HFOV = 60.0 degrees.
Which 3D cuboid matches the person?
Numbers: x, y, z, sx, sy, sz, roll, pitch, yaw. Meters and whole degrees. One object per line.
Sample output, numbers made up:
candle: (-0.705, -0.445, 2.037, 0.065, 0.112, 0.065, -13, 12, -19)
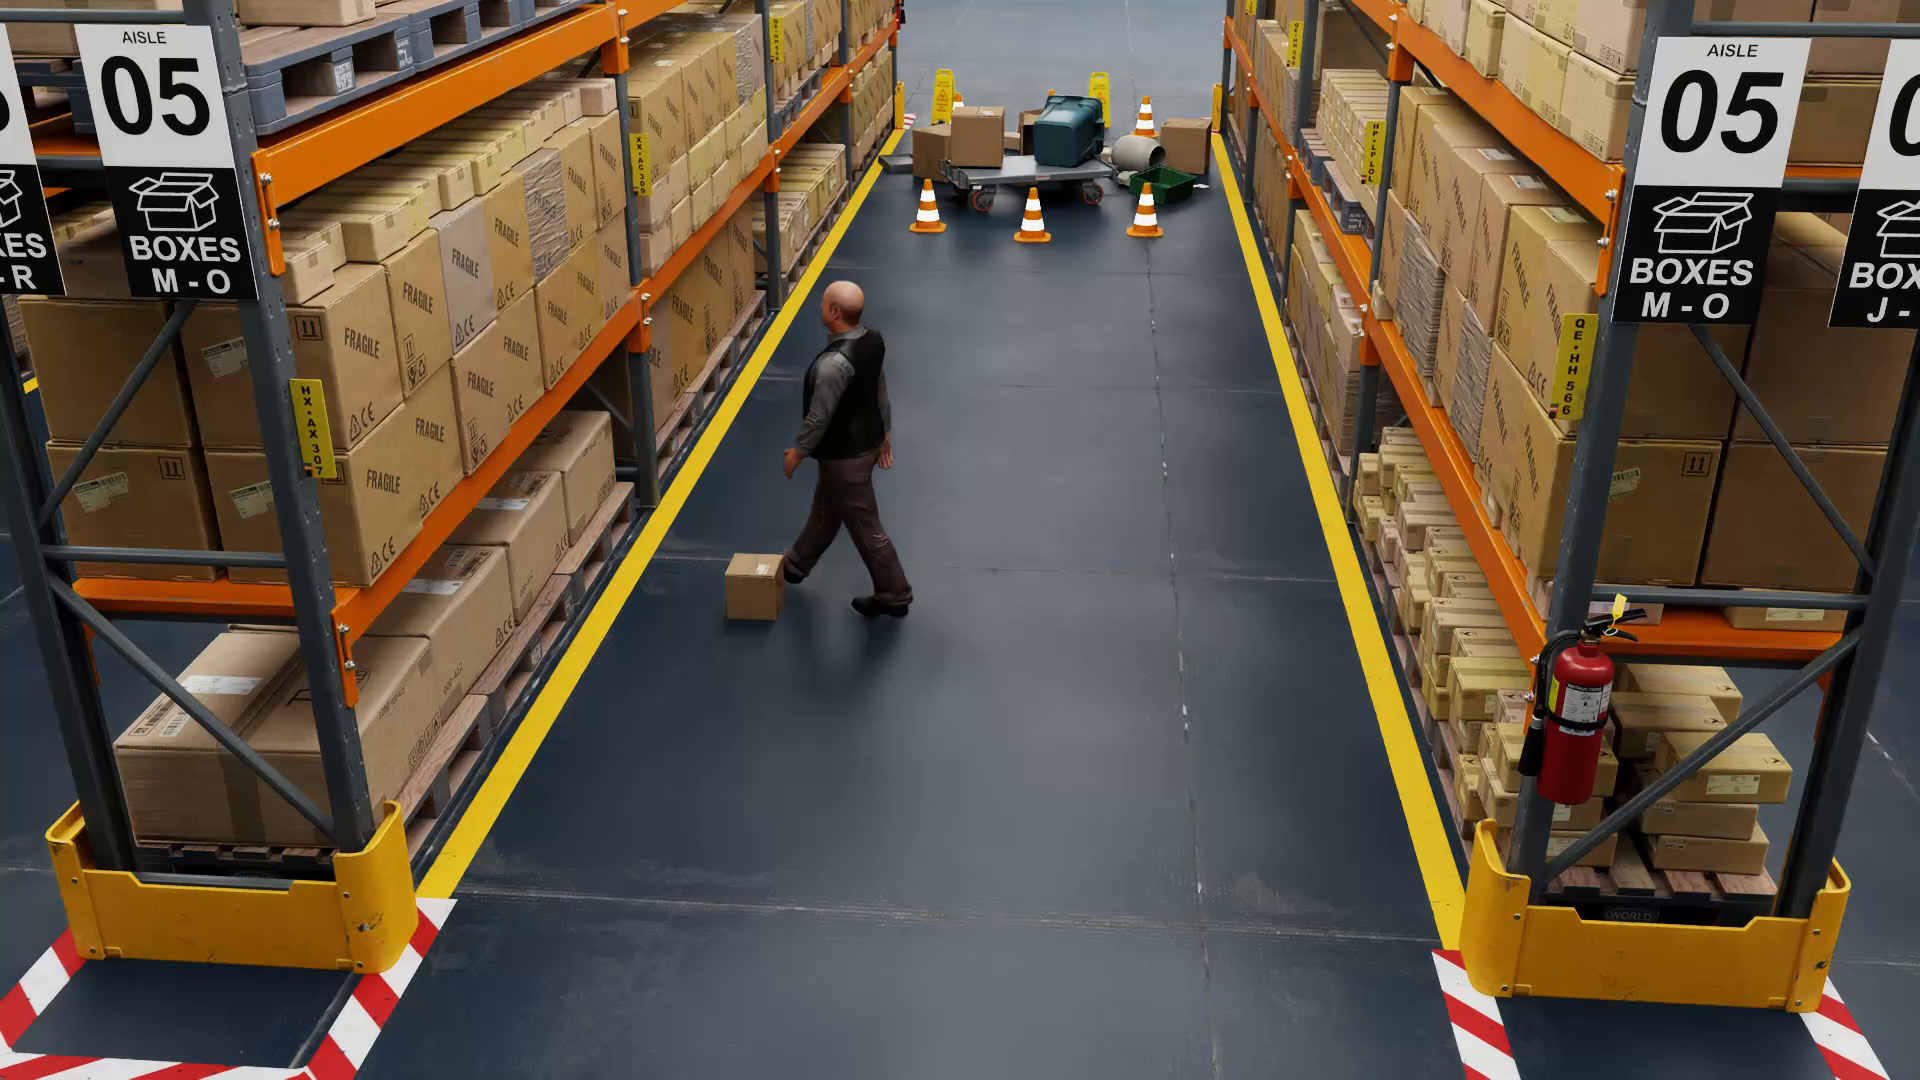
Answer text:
person: (-0.681, -0.440, 8.071, 0.920, 1.690, 0.548, 6, 25, 13)
